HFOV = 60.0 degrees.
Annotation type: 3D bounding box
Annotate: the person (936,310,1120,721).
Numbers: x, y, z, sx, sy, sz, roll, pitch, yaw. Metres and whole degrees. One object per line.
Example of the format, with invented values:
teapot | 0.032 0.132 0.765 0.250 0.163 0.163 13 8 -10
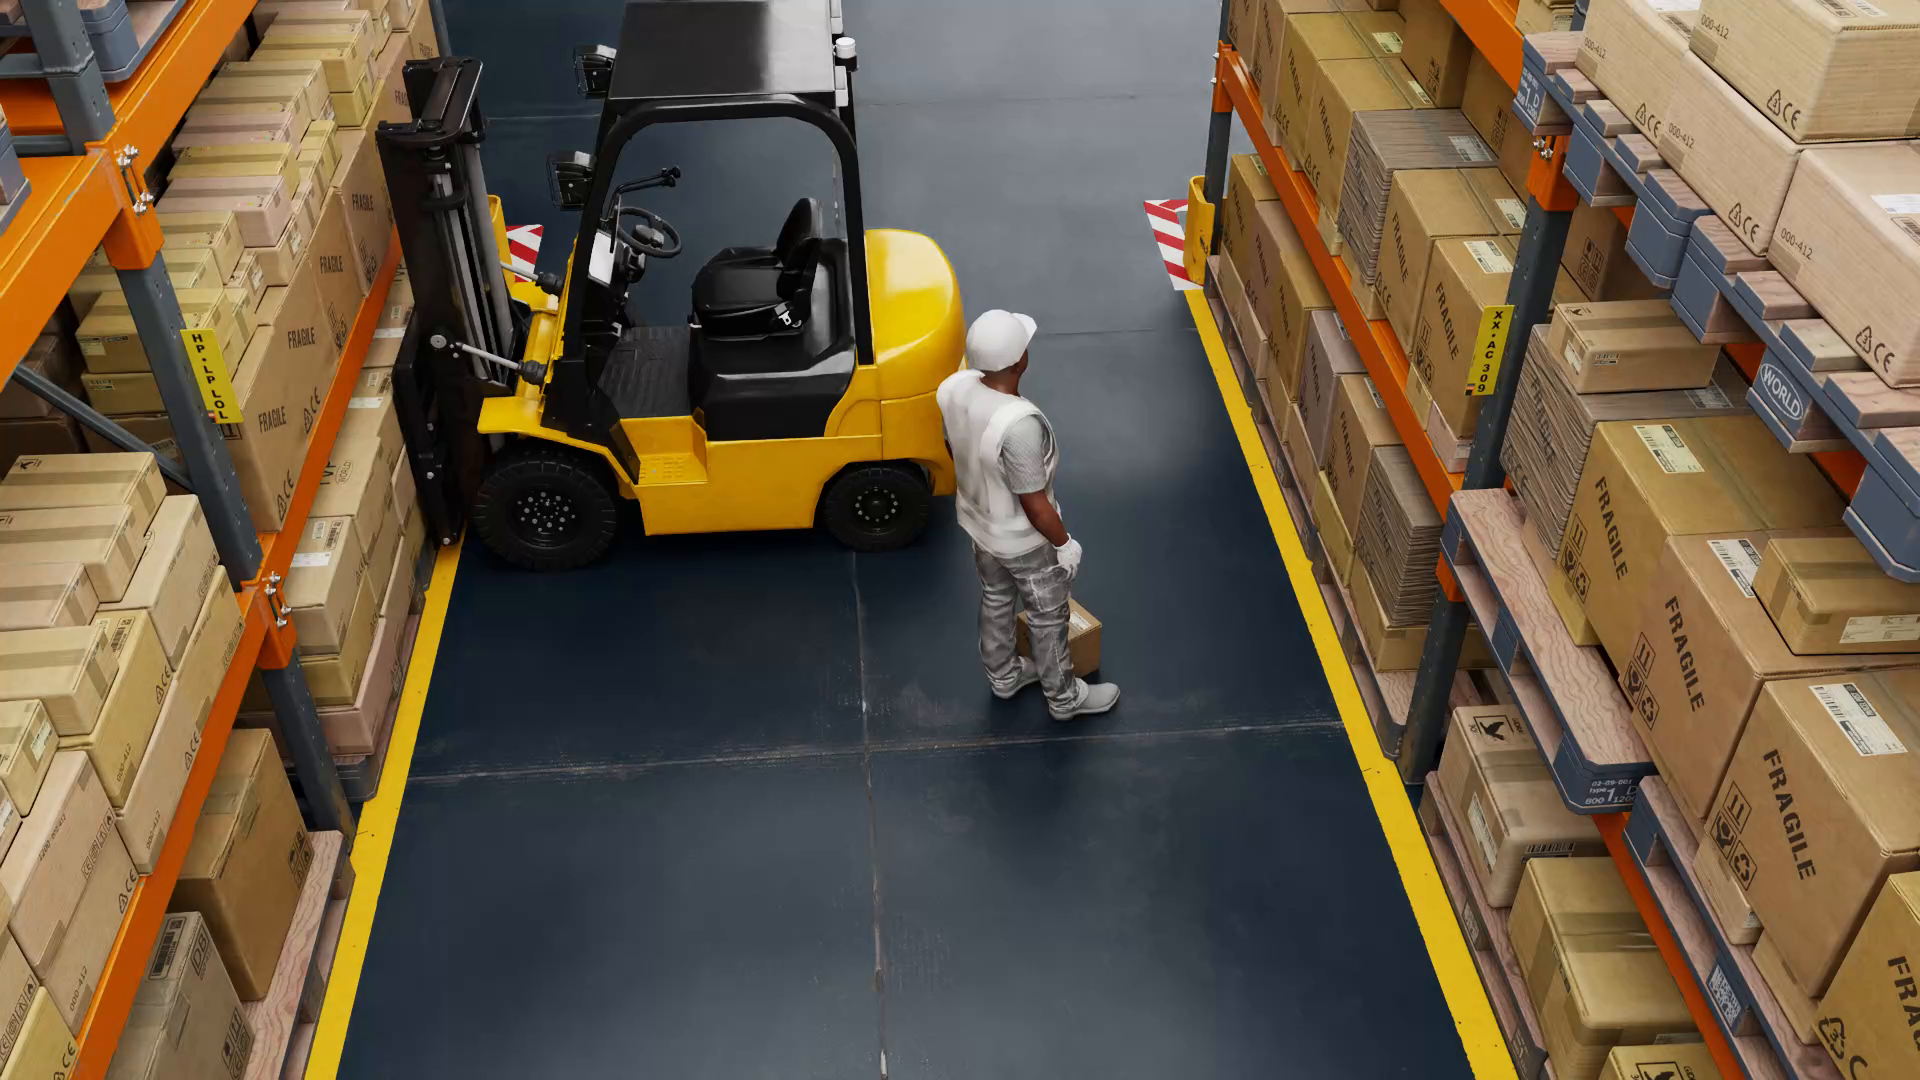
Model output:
person | 0.257 -0.098 6.246 0.577 1.781 0.656 -23 44 -26
